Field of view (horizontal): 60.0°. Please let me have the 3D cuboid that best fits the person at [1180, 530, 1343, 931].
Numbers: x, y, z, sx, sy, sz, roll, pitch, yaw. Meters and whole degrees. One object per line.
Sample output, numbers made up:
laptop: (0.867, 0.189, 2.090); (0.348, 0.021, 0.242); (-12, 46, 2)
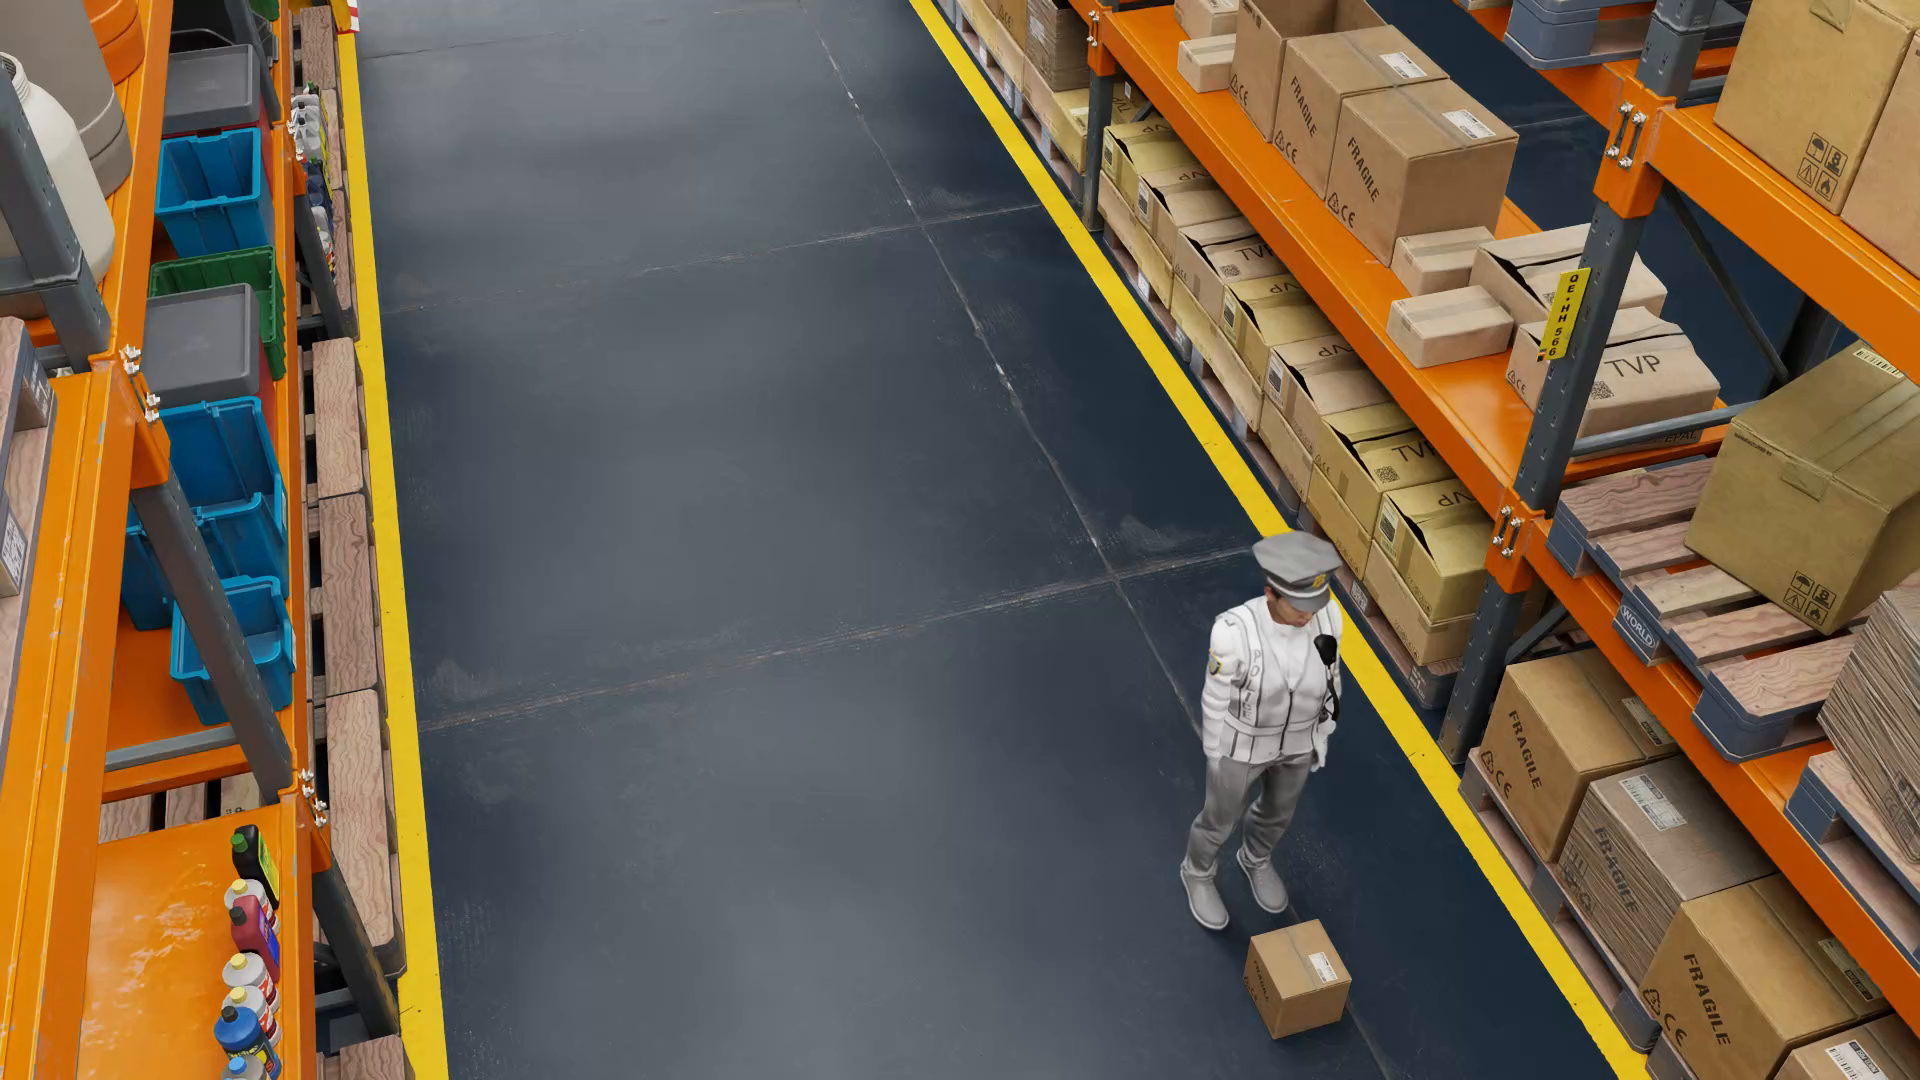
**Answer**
person: (1.007, 0.659, 5.445); (0.468, 1.669, 0.329); (-11, 44, -12)
